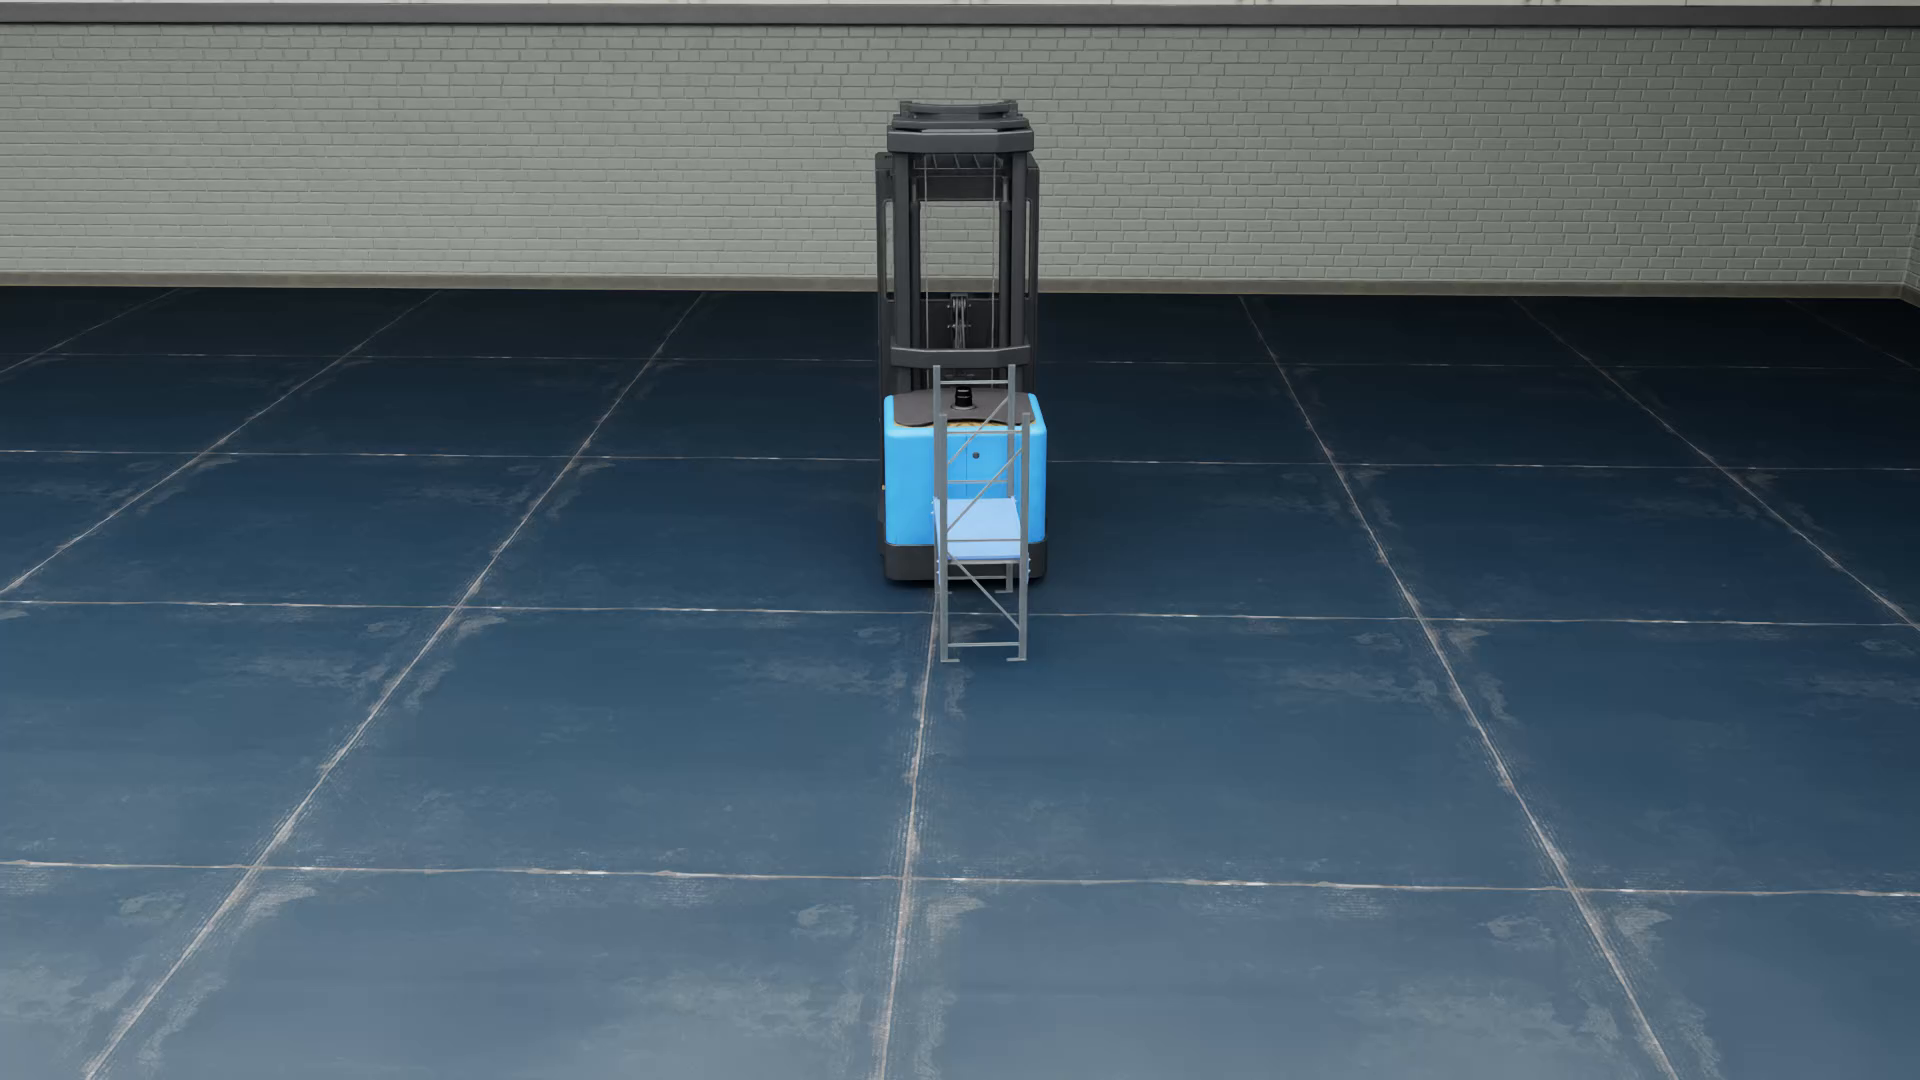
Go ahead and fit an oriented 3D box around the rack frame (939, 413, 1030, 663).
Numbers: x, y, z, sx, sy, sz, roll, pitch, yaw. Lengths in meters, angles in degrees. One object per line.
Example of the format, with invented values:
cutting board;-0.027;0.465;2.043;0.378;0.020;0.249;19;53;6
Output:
rack frame;0.136;0.006;9.441;0.500;1.500;0.032;-1;21;-3

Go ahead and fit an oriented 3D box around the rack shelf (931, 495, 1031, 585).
rack shelf;0.112;-0.010;9.979;0.538;0.185;1.000;-1;21;-3

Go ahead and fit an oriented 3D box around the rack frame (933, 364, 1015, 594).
rack frame;0.087;-0.362;10.388;0.500;1.500;0.032;-1;21;-3

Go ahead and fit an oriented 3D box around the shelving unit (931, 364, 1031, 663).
shelving unit;0.112;-0.178;9.914;0.538;1.500;1.048;-1;21;-3

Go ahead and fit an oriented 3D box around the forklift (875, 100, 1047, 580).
forklift;-0.030;-1.594;11.586;1.130;2.935;3.031;-1;21;-3
